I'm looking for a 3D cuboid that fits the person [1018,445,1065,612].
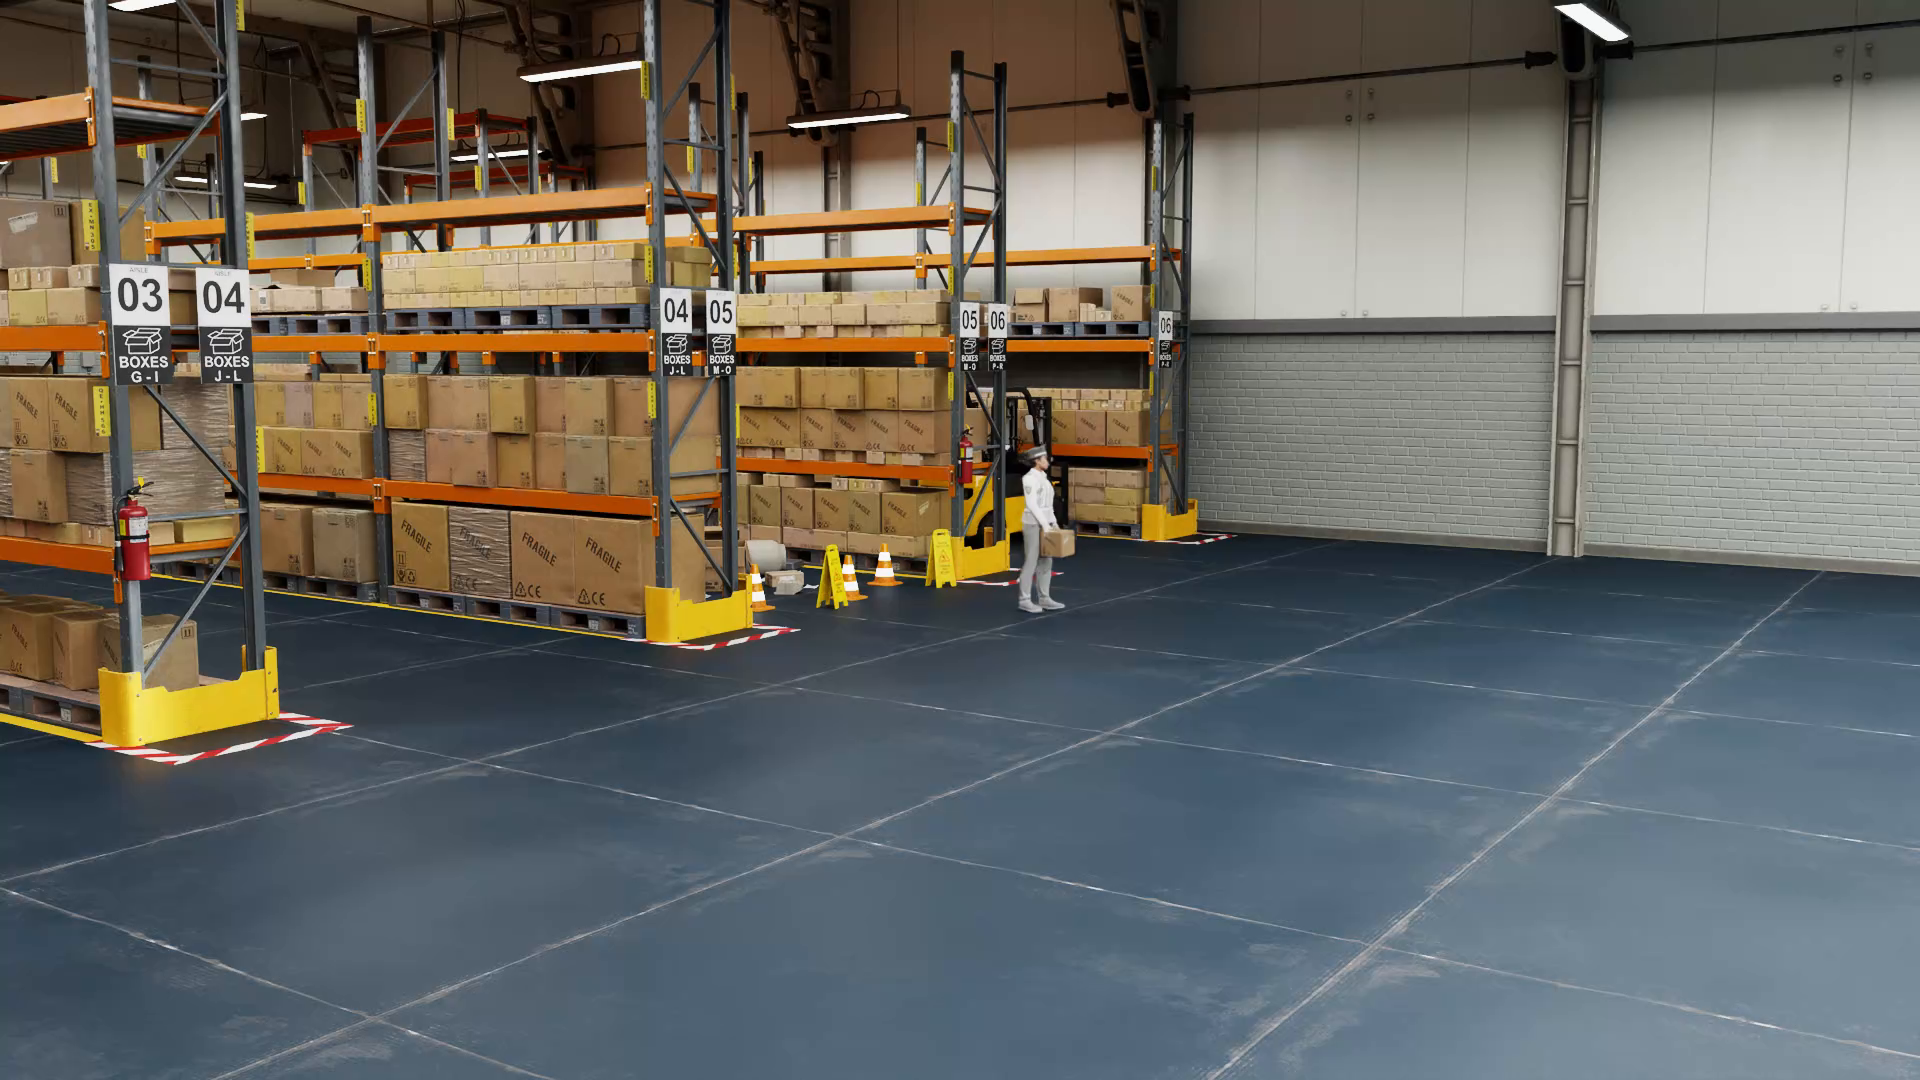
[{"bbox_3d":[0.836,-0.128,16.994,0.440,1.689,0.504,3,7,23],"label":"person"}]
